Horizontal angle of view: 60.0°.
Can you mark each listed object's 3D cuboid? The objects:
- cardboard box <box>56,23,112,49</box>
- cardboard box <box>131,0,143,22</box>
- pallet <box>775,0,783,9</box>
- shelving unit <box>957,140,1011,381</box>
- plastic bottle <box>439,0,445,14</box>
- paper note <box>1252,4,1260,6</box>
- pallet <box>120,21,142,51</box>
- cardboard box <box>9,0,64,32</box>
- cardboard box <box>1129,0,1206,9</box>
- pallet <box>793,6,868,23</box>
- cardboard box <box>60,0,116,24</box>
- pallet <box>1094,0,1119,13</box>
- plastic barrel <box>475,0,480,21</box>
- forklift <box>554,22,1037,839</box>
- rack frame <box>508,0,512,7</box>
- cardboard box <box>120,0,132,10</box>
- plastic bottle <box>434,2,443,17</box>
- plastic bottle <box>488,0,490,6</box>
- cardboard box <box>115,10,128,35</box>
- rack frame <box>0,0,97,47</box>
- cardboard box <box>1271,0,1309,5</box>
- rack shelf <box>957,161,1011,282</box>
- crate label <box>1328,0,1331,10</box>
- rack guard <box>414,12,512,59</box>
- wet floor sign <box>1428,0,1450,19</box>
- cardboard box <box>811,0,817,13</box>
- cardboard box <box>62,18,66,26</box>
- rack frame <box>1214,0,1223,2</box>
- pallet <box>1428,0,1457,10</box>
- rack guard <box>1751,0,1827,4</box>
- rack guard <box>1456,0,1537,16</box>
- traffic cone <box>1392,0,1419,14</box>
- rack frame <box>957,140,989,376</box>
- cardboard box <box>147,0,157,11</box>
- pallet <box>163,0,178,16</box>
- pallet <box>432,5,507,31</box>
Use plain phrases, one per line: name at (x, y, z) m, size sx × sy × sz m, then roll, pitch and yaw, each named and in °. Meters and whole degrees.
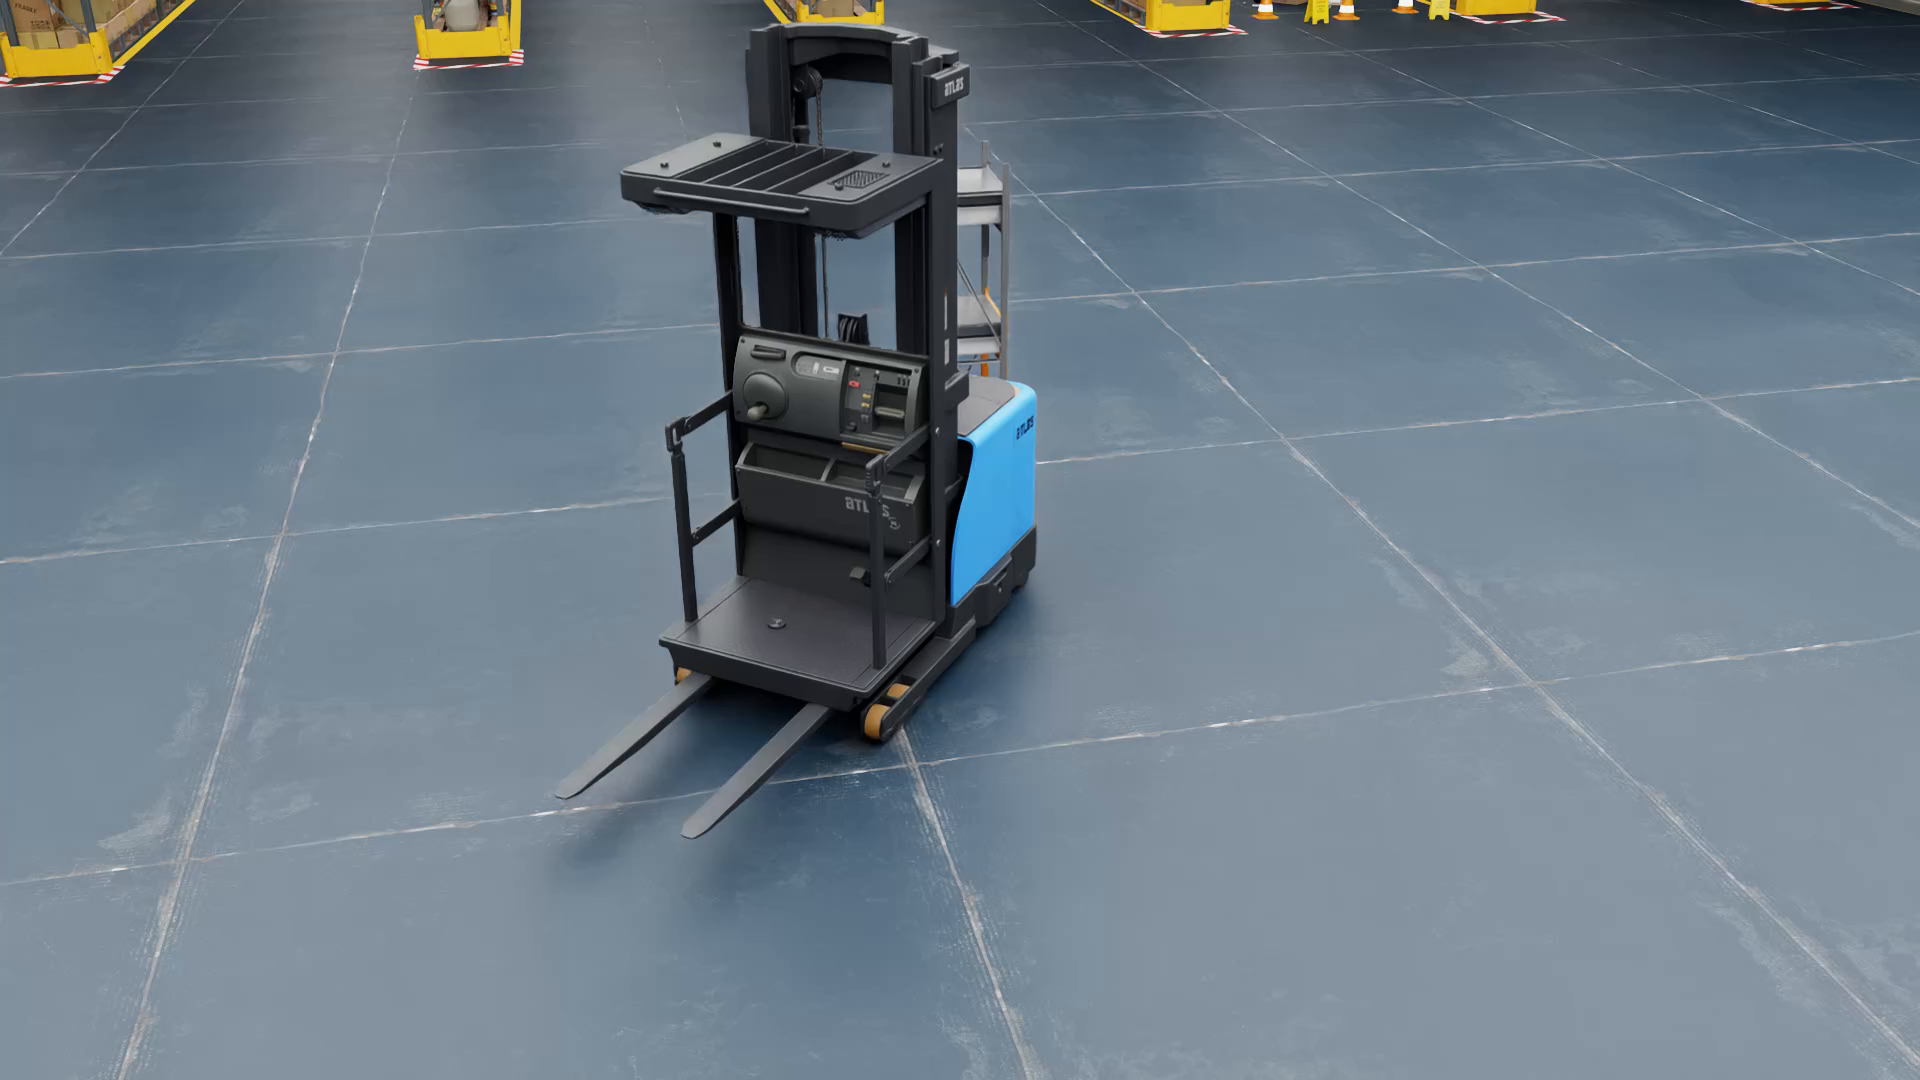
cardboard box at (-11.176, -6.420, 21.226) m, size 0.500 × 0.250 × 0.500 m, roll -6°, pitch 27°, yaw -12°
cardboard box at (-11.626, -7.298, 22.966) m, size 0.500 × 0.250 × 0.500 m, roll -6°, pitch 27°, yaw -12°
pallet at (-2.335, -8.426, 25.710) m, size 1.003 × 0.211 × 1.213 m, roll -6°, pitch 27°, yaw -12°
shelving unit at (0.003, -1.040, 8.980) m, size 0.431 × 2.100 × 0.503 m, roll -5°, pitch 27°, yaw -10°
plastic bottle at (-7.316, -7.559, 23.432) m, size 0.152 × 0.276 × 0.135 m, roll -6°, pitch 27°, yaw -11°
paper note at (4.546, -8.182, 25.429) m, size 0.144 × 0.017 × 0.142 m, roll 3°, pitch 27°, yaw 6°
pallet at (-11.756, -6.823, 22.534) m, size 1.003 × 0.211 × 1.213 m, roll -6°, pitch 27°, yaw -12°
cardboard box at (-11.682, -6.702, 20.953) m, size 0.500 × 0.500 × 0.500 m, roll -6°, pitch 27°, yaw -12°
cardboard box at (3.019, -8.196, 24.051) m, size 0.875 × 0.875 × 0.875 m, roll -6°, pitch 27°, yaw -11°
pallet at (-1.785, -7.355, 23.588) m, size 1.003 × 0.211 × 1.213 m, roll -6°, pitch 27°, yaw -12°
cardboard box at (-11.290, -6.974, 21.492) m, size 0.500 × 0.500 × 0.500 m, roll -6°, pitch 27°, yaw -12°
pallet at (2.708, -8.298, 25.457) m, size 1.003 × 0.211 × 1.213 m, roll -6°, pitch 27°, yaw -12°
plastic barrel at (-6.781, -7.282, 22.642) m, size 0.421 × 0.512 × 0.421 m, roll 0°, pitch 27°, yaw 0°
forklift at (-0.687, -0.630, 7.245) m, size 1.130 × 2.935 × 3.031 m, roll 12°, pitch 29°, yaw 23°
rack frame at (-7.346, -9.460, 24.663) m, size 1.000 × 3.000 × 0.127 m, roll -6°, pitch 27°, yaw -12°
cardboard box at (-11.511, -7.414, 22.363) m, size 0.500 × 0.500 × 0.500 m, roll -6°, pitch 27°, yaw -12°
plastic bottle at (-7.286, -7.412, 23.224) m, size 0.097 × 0.201 × 0.097 m, roll 0°, pitch 27°, yaw 0°
plastic bottle at (-6.772, -7.889, 24.085) m, size 0.152 × 0.276 × 0.135 m, roll -5°, pitch 27°, yaw -11°
cardboard box at (-11.404, -6.859, 22.095) m, size 0.500 × 0.250 × 0.500 m, roll -6°, pitch 27°, yaw -12°
rack frame at (-11.272, -7.202, 20.190) m, size 1.000 × 3.000 × 0.127 m, roll -6°, pitch 27°, yaw -12°
cardboard box at (5.173, -8.612, 25.755) m, size 0.637 × 0.503 × 0.797 m, roll 19°, pitch 32°, yaw 32°
rack shelf at (0.003, -1.653, 8.671) m, size 0.431 × 0.518 × 0.480 m, roll -5°, pitch 27°, yaw -10°
crate label at (5.440, -8.069, 25.086) m, size 0.250 × 0.136 × 0.298 m, roll -23°, pitch 35°, yaw -38°
rack guard at (-6.508, -6.616, 21.803) m, size 1.175 × 0.500 × 0.348 m, roll -6°, pitch 27°, yaw -12°
wet floor sign at (7.036, -7.970, 24.324) m, size 0.267 × 0.644 × 0.232 m, roll 3°, pitch 27°, yaw 6°
cardboard box at (-1.912, -7.813, 23.708) m, size 0.500 × 0.500 × 0.500 m, roll 1°, pitch 27°, yaw 2°
cardboard box at (-11.805, -6.586, 21.555) m, size 0.500 × 0.250 × 0.500 m, roll -6°, pitch 27°, yaw -12°
rack frame at (3.236, -8.666, 23.090) m, size 1.000 × 3.000 × 0.127 m, roll -6°, pitch 27°, yaw -12°
pallet at (7.870, -8.362, 25.582) m, size 1.003 × 0.211 × 1.213 m, roll -6°, pitch 27°, yaw -12°
rack guard at (12.876, -8.592, 25.718) m, size 1.175 × 0.500 × 0.348 m, roll -6°, pitch 27°, yaw -12°
rack guard at (8.019, -8.130, 24.803) m, size 1.175 × 0.500 × 0.348 m, roll -6°, pitch 27°, yaw -12°
traffic cone at (6.682, -8.138, 24.860) m, size 0.336 × 0.463 × 0.334 m, roll -6°, pitch 27°, yaw -12°
rack frame at (-0.045, -1.148, 9.193) m, size 0.400 × 2.100 × 0.015 m, roll -5°, pitch 27°, yaw -10°
cardboard box at (-11.856, -7.737, 23.835) m, size 0.500 × 0.250 × 0.500 m, roll -6°, pitch 27°, yaw -12°
pallet at (-12.377, -8.033, 24.931) m, size 1.003 × 0.211 × 1.213 m, roll -6°, pitch 27°, yaw -12°
pallet at (-6.957, -7.379, 23.635) m, size 1.003 × 0.211 × 1.213 m, roll -6°, pitch 27°, yaw -12°
